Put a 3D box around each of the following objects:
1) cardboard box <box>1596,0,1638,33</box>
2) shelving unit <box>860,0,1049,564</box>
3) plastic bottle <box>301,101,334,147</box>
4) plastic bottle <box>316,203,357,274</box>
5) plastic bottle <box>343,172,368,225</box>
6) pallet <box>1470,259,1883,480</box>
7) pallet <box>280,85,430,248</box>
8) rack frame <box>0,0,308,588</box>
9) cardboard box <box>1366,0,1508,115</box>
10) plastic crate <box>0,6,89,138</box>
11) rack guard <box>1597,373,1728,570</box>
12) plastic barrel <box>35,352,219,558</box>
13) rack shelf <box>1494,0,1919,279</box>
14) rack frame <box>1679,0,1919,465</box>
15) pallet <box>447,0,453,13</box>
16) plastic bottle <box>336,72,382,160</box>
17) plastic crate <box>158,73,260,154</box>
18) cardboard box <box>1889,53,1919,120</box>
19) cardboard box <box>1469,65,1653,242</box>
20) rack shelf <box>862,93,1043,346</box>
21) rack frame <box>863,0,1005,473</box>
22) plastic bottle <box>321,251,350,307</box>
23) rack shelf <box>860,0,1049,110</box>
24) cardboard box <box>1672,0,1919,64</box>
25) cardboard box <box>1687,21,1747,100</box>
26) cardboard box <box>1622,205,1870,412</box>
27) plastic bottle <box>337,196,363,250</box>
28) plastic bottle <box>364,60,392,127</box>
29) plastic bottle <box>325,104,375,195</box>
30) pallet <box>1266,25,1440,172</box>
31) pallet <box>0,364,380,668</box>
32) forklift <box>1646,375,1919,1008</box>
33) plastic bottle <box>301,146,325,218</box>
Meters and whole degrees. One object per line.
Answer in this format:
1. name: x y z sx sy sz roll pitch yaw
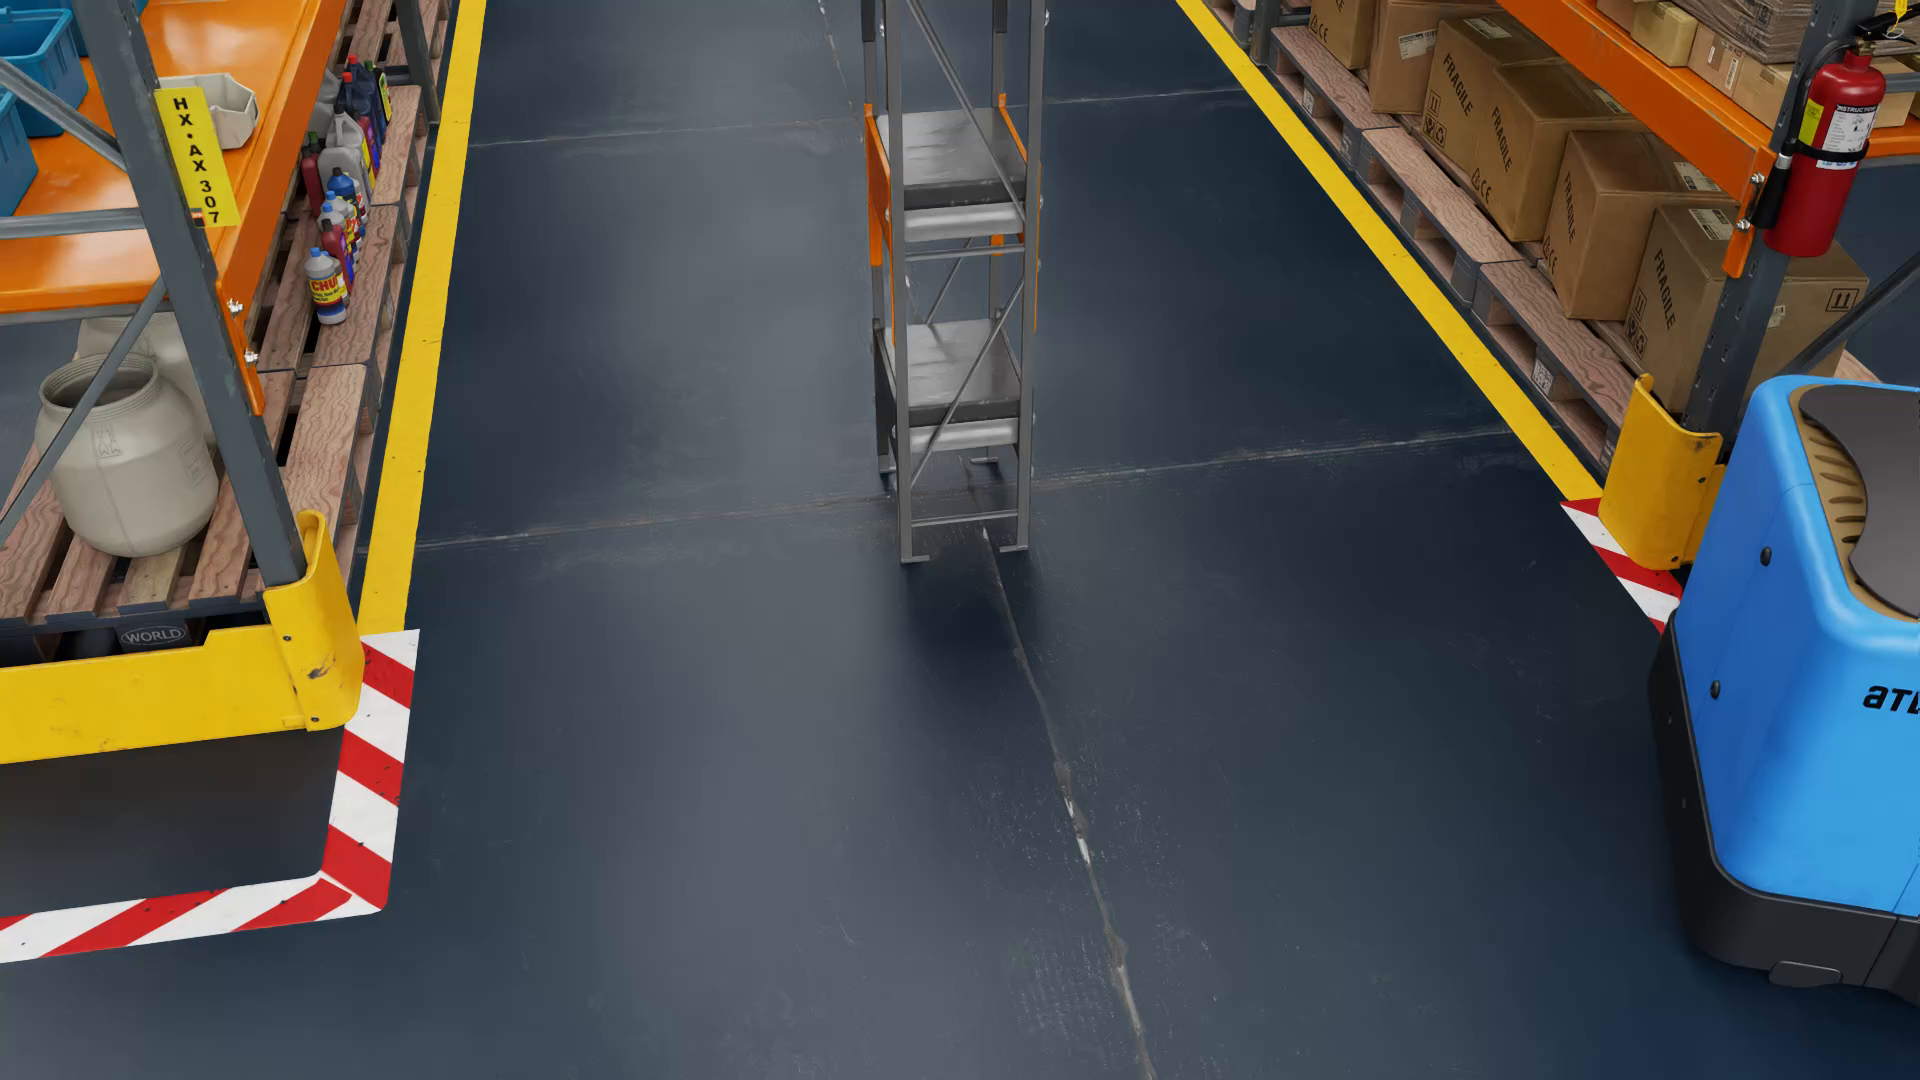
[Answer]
1. cardboard box: 2.239 -1.705 5.205 0.380 0.149 0.250 -6 38 -8
2. shelving unit: -0.029 -0.929 4.735 0.431 2.100 0.503 -6 38 -8
3. plastic bottle: -2.630 -1.682 6.831 0.152 0.276 0.135 -6 38 -8
4. plastic bottle: -2.289 -1.104 6.092 0.097 0.271 0.097 0 38 0
5. plastic bottle: -2.359 -1.321 6.428 0.097 0.201 0.097 0 38 0
6. pallet: 2.538 -0.644 5.907 1.003 0.211 1.213 -6 38 -8
7. pallet: -2.842 -1.577 7.108 1.003 0.211 1.213 -6 38 -8
8. rack frame: -2.217 -0.673 3.671 1.000 3.000 0.127 -6 38 -8
9. cardboard box: 2.096 -2.209 7.344 0.500 0.500 0.500 5 38 7
10. plastic crate: -2.708 -1.277 4.570 0.499 0.251 0.408 -6 38 -8
11. rack guard: 2.646 -0.264 5.182 1.175 0.500 0.348 -6 38 -8
12. plastic barrel: -2.408 -0.245 4.806 0.421 0.512 0.421 0 38 0
13. rack shelf: 2.308 -2.129 6.132 1.077 0.370 4.000 -6 38 -8
14. rack frame: 2.659 -1.205 4.356 1.000 3.000 0.127 -6 38 -8
15. pallet: -3.312 -3.196 9.192 1.003 0.211 1.213 -6 38 -8
16. plastic bottle: -2.488 -1.742 6.848 0.144 0.351 0.185 -8 39 -10
17. plastic crate: -2.057 -1.144 4.492 0.298 0.136 0.250 -6 38 -8
18. cardboard box: 2.844 -1.304 4.688 0.380 0.149 0.250 -6 38 -8
19. cardboard box: 2.336 -1.500 6.432 0.500 0.500 0.500 -3 38 -4
20. rack shelf: -0.029 -0.918 4.743 0.431 0.518 0.480 -6 38 -8
21. rack frame: -0.072 -1.077 4.924 0.400 2.100 0.015 -6 38 -8
22. plastic bottle: -2.247 -0.932 5.927 0.097 0.201 0.097 0 38 0
23. rack shelf: -0.029 -1.471 4.313 0.431 0.518 0.480 -6 38 -8
24. cardboard box: 2.589 -1.697 4.666 0.875 0.500 0.500 -6 38 -8
25. cardboard box: 2.362 -1.407 4.821 0.380 0.149 0.250 -6 38 -8
26. cardboard box: 2.566 -0.763 5.482 0.500 0.500 0.500 0 38 1
27. plastic bottle: -2.323 -1.197 6.268 0.097 0.201 0.097 0 38 0
28. plastic bottle: -2.510 -1.934 7.151 0.061 0.283 0.133 -4 38 -6
29. plastic bottle: -2.432 -1.547 6.597 0.144 0.351 0.185 -6 38 -8
30. pallet: 2.110 -2.118 7.804 1.003 0.211 1.213 -6 38 -8
31. pallet: -2.414 -0.103 5.211 1.003 0.211 1.213 -6 38 -8
32. forklift: 3.291 -0.241 3.171 3.031 2.935 1.130 8 39 10
33. plastic bottle: -2.512 -1.410 6.476 0.061 0.283 0.133 -6 38 -8
